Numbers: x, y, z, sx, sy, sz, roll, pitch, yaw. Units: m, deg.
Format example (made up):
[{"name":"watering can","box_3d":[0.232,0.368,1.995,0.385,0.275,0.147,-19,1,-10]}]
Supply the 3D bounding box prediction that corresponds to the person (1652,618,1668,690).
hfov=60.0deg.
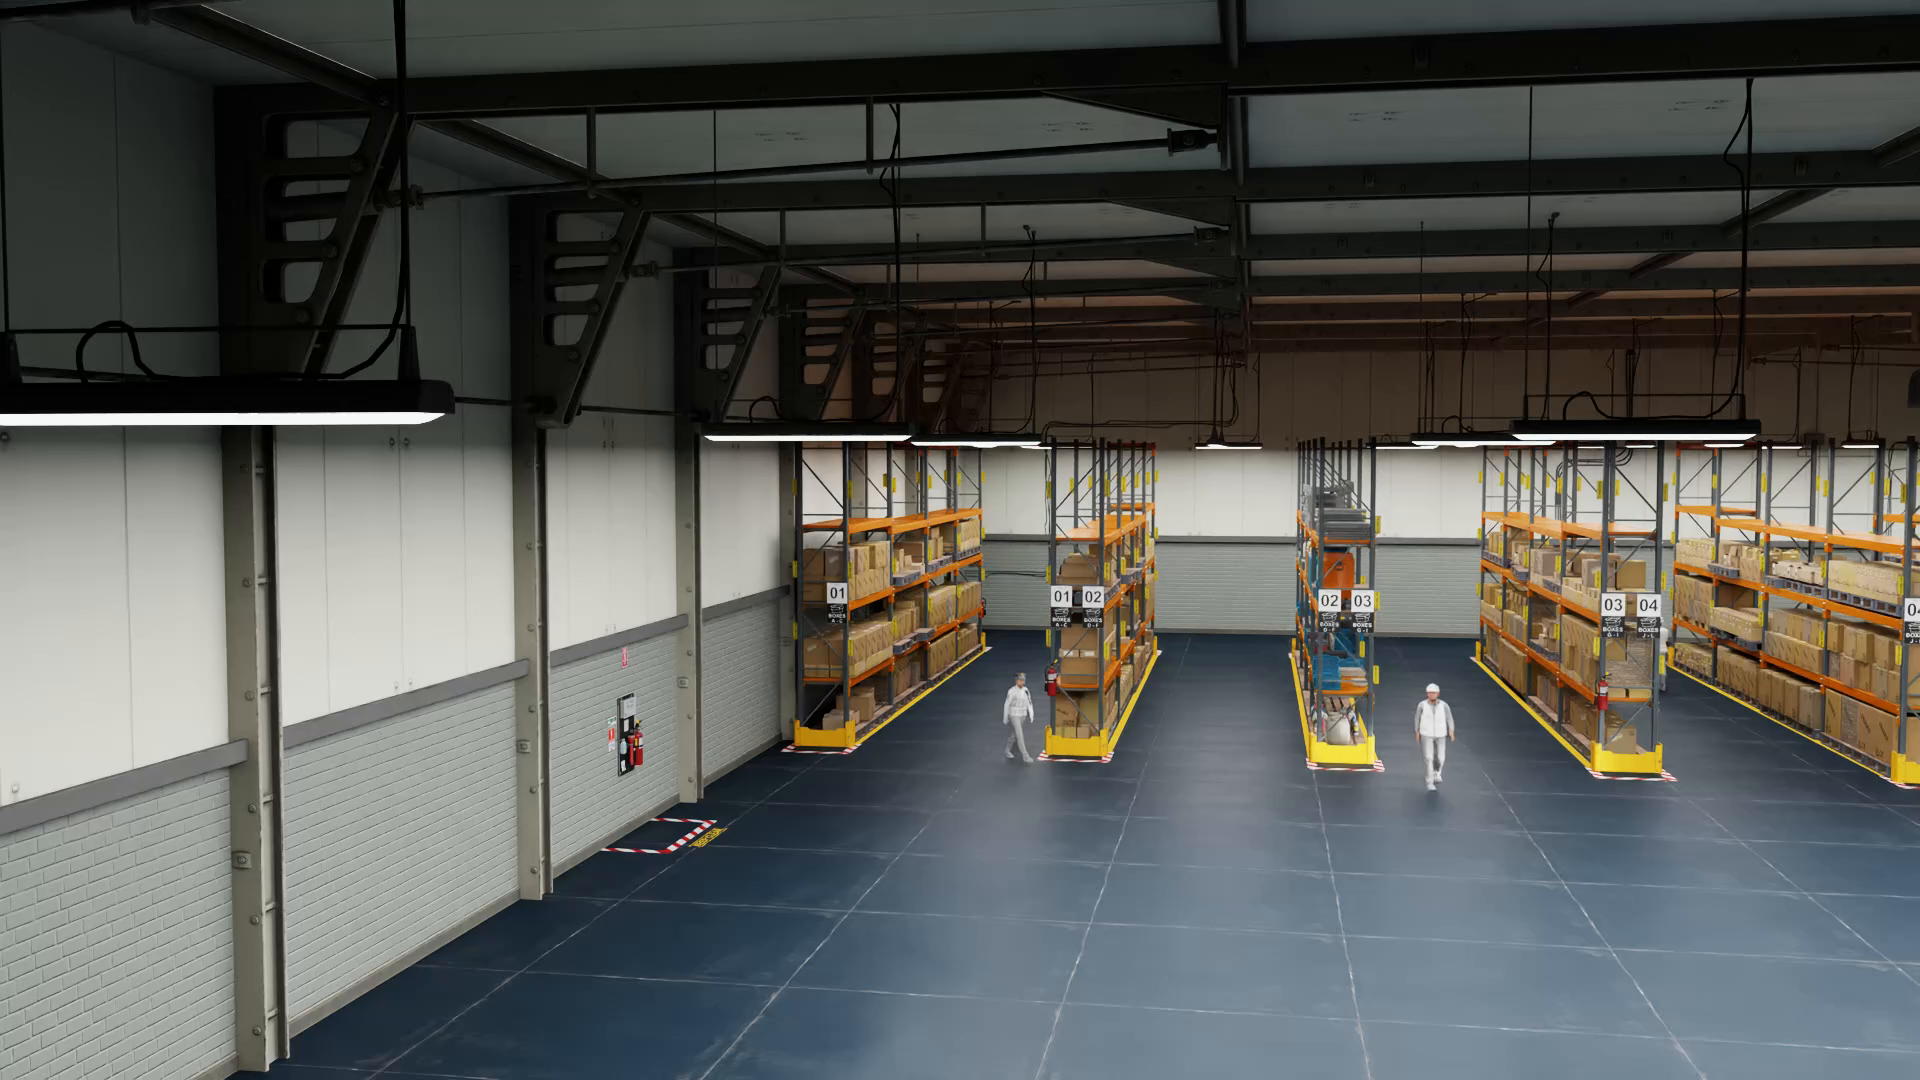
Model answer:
[{"name":"person","box_3d":[16.856,2.735,40.029,0.546,1.785,0.554,-1,3,-10]}]

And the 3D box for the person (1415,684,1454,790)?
[{"name":"person","box_3d":[8.103,3.333,28.413,0.617,1.768,0.820,1,3,9]}]

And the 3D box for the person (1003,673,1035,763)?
[{"name":"person","box_3d":[1.133,3.257,30.734,0.462,1.622,0.969,-3,4,-44]}]
